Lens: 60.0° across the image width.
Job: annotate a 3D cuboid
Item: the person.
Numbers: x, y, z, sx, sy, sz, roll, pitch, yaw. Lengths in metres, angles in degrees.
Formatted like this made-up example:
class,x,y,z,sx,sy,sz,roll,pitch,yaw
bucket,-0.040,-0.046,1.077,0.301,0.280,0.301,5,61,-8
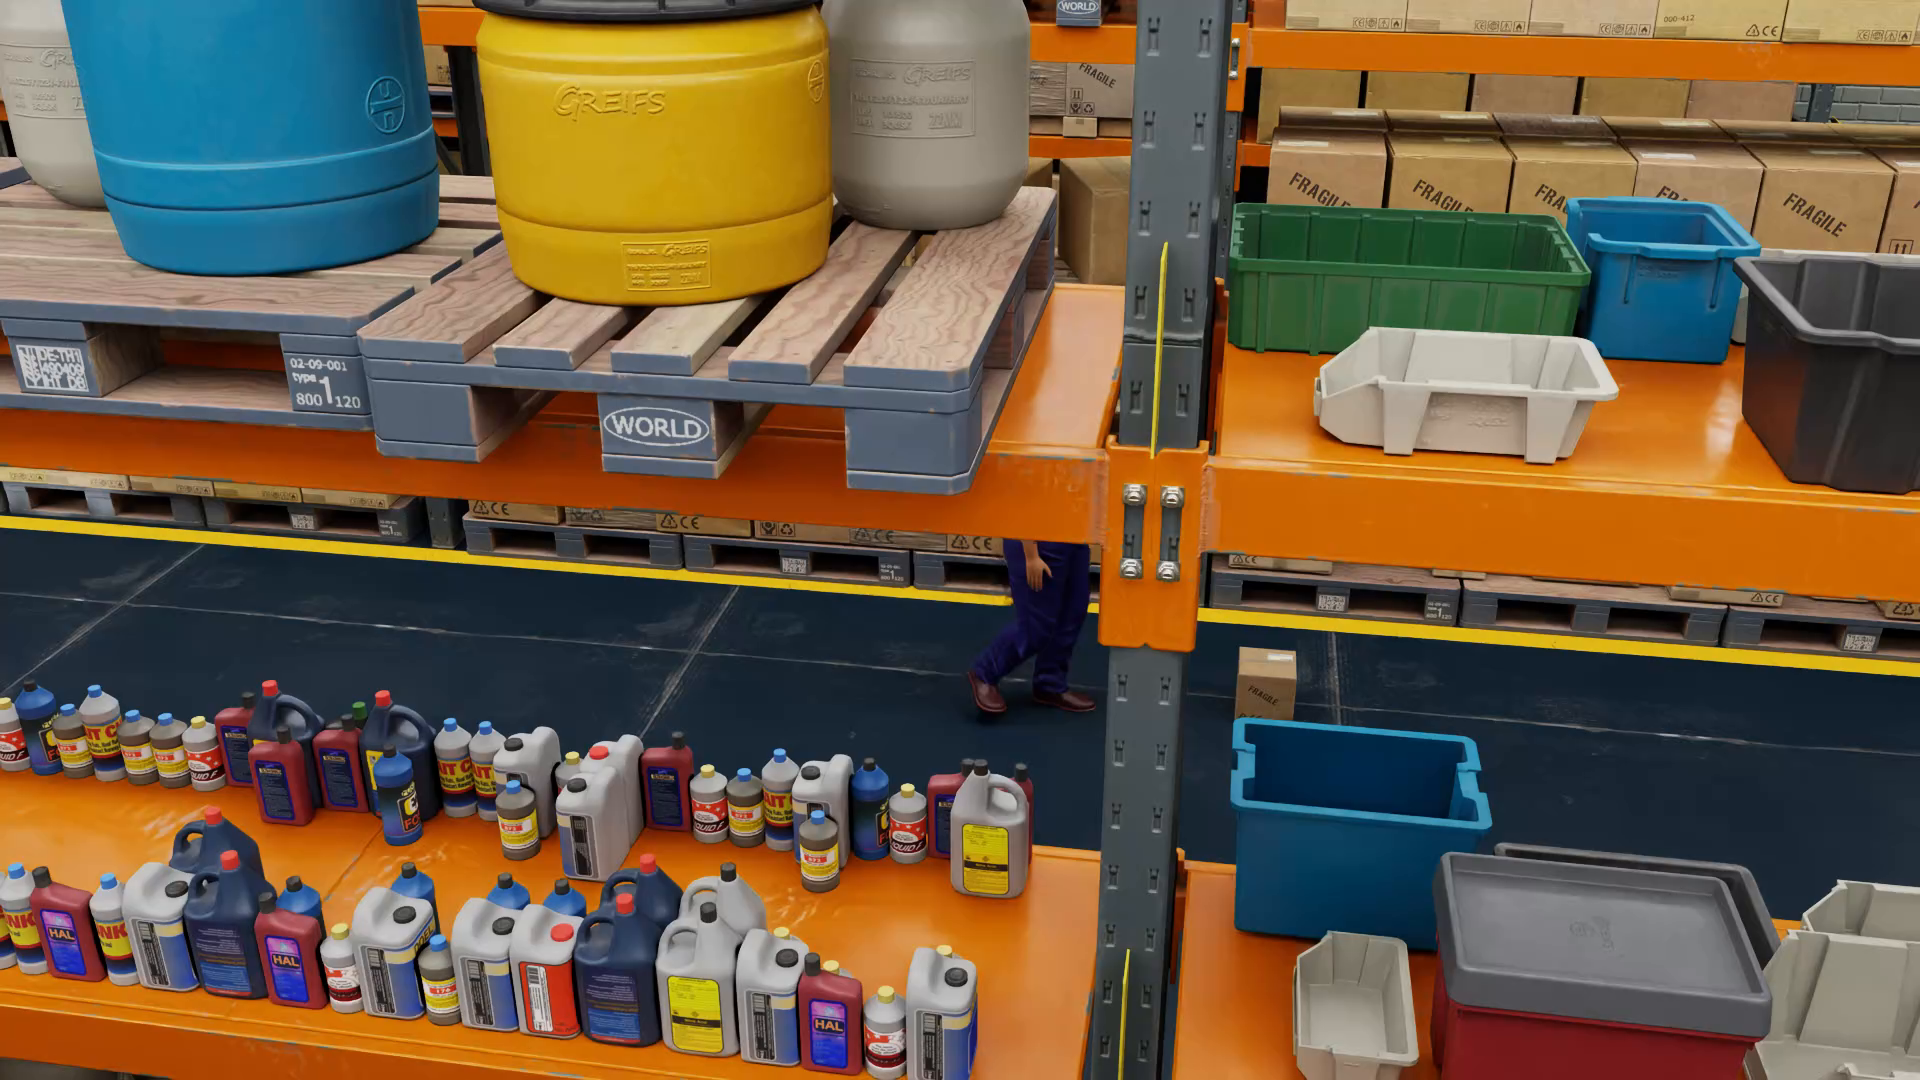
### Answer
class,x,y,z,sx,sy,sz,roll,pitch,yaw
person,0.322,-0.001,7.137,0.561,1.647,0.514,12,27,23
